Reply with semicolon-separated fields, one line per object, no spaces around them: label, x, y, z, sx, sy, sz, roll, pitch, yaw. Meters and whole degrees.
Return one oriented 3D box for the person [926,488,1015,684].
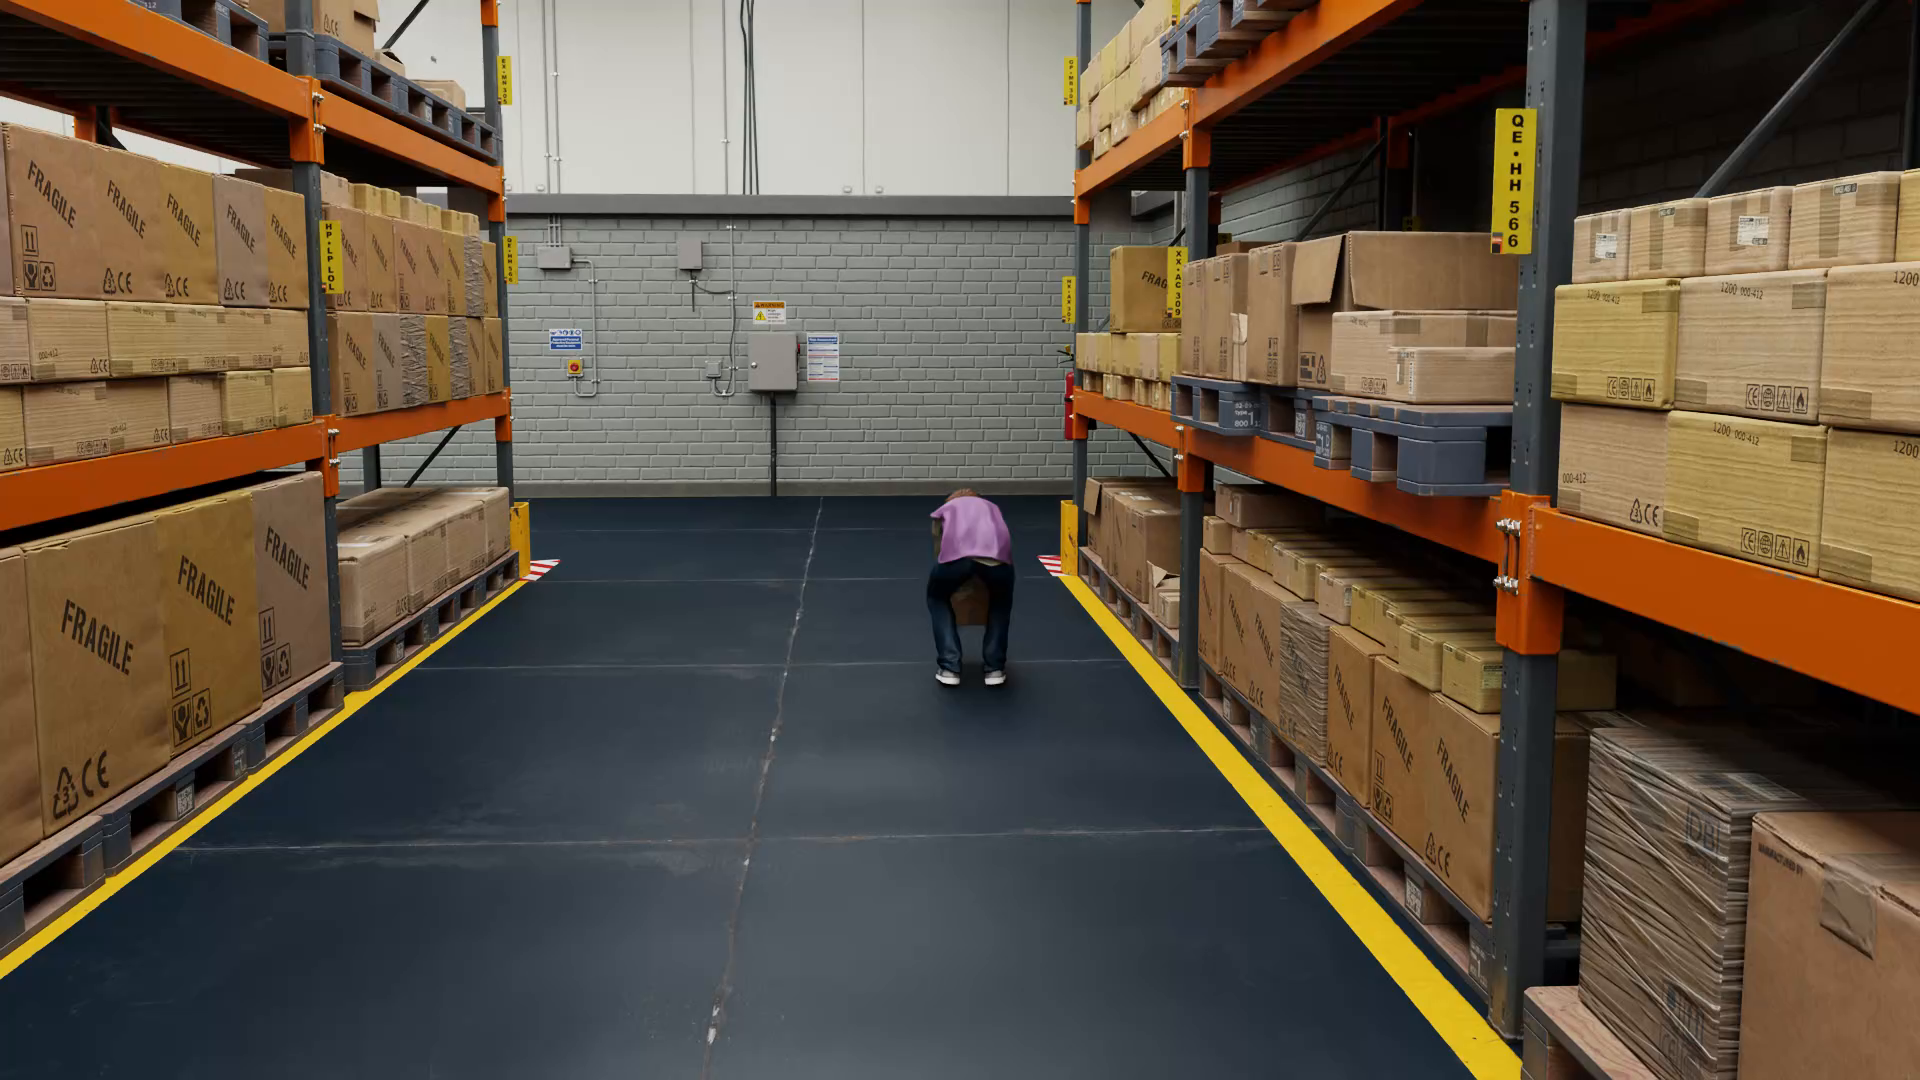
person;0.048;0.230;8.230;0.431;0.912;0.862;0;7;-4
